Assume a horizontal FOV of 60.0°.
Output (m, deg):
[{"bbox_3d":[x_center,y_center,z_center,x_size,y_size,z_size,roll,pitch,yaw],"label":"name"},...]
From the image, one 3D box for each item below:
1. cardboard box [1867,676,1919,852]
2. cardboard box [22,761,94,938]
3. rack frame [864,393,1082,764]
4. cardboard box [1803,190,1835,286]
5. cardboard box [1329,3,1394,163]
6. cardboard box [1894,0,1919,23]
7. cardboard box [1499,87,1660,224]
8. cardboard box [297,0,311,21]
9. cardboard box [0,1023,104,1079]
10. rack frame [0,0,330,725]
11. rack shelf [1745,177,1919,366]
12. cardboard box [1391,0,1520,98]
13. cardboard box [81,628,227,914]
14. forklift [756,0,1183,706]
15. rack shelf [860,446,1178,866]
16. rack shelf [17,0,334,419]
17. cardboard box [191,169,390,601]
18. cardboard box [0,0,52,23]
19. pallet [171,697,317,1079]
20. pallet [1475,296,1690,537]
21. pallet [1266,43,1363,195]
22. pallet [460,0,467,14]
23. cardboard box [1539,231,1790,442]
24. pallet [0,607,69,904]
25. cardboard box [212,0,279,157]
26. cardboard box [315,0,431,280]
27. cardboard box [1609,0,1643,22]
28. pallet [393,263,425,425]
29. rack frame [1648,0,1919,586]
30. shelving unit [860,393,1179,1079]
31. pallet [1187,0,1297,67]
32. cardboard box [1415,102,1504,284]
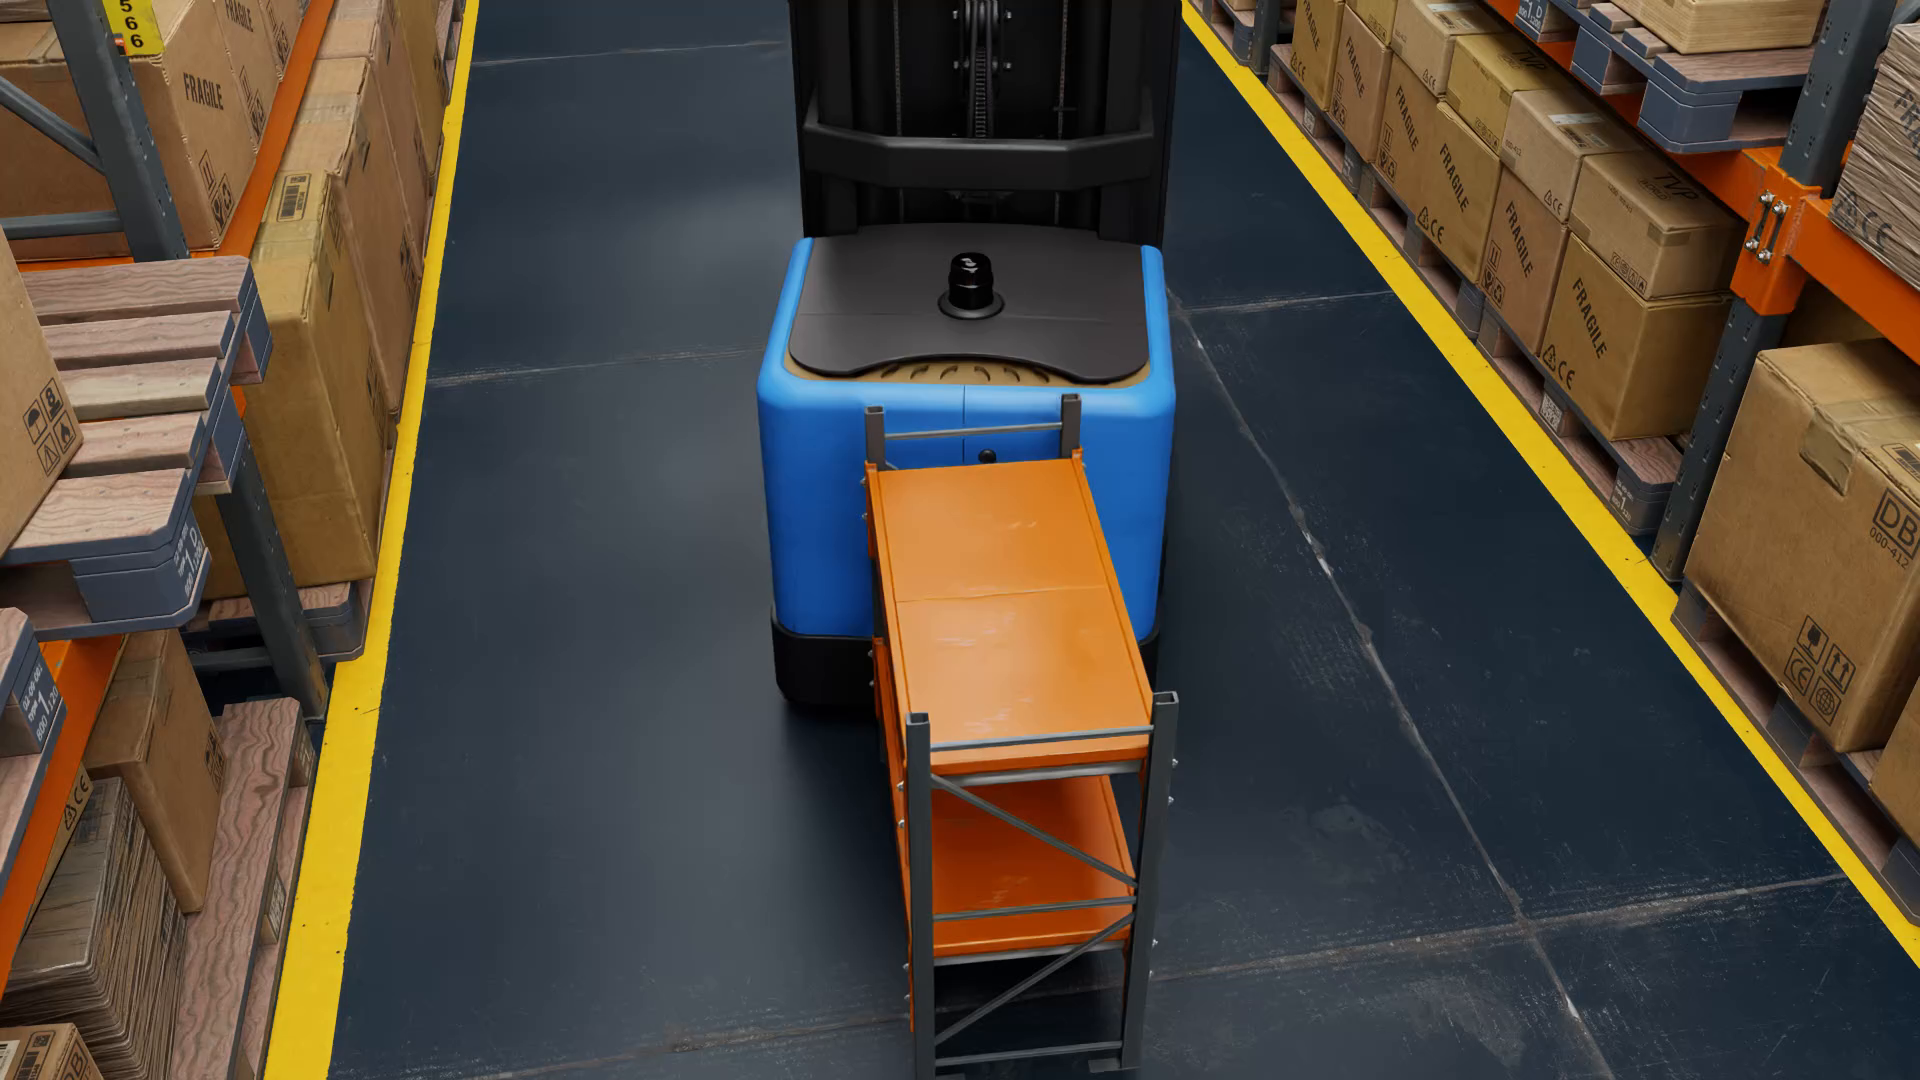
[{"bbox_3d":[2.815,0.491,3.664,1.050,0.750,0.750,-6,38,-7],"label":"cardboard box"},{"bbox_3d":[-2.011,0.574,3.134,0.500,0.250,0.500,-2,38,-3],"label":"cardboard box"},{"bbox_3d":[0.031,0.130,4.166,0.500,1.125,0.032,-4,38,-5],"label":"rack frame"},{"bbox_3d":[2.758,-1.054,5.245,0.500,0.250,0.500,-8,39,-10],"label":"cardboard box"},{"bbox_3d":[1.902,-1.937,6.993,0.500,0.500,0.500,-5,38,-6],"label":"cardboard box"},{"bbox_3d":[2.760,-1.495,4.592,0.380,0.149,0.250,-7,38,-9],"label":"cardboard box"},{"bbox_3d":[2.163,-1.300,5.562,0.500,0.250,0.500,-6,38,-7],"label":"cardboard box"},{"bbox_3d":[-2.350,-1.949,5.232,0.500,0.500,0.500,-6,38,-8],"label":"cardboard box"},{"bbox_3d":[-1.907,1.227,2.904,0.700,0.500,0.500,-3,38,-4],"label":"cardboard box"},{"bbox_3d":[-2.261,-0.664,3.660,1.000,3.000,0.127,-6,38,-8],"label":"rack frame"},{"bbox_3d":[2.991,0.356,2.933,1.077,0.370,4.000,-6,38,-8],"label":"rack shelf"},{"bbox_3d":[1.989,-1.923,6.364,0.500,0.250,0.500,-5,38,-6],"label":"cardboard box"},{"bbox_3d":[-2.123,0.552,3.773,0.700,0.500,0.500,-8,39,-10],"label":"cardboard box"},{"bbox_3d":[0.082,-1.567,4.878,1.130,2.935,3.031,2,38,2],"label":"forklift"},{"bbox_3d":[0.091,0.208,3.588,0.538,0.278,1.000,-4,38,-5],"label":"rack shelf"},{"bbox_3d":[-2.611,-1.588,5.435,1.077,0.370,4.000,-6,38,-8],"label":"rack shelf"},{"bbox_3d":[-2.361,-0.410,4.722,1.225,0.875,0.875,-8,39,-10],"label":"cardboard box"},{"bbox_3d":[-2.373,-1.543,3.892,0.797,0.503,0.637,-5,38,-6],"label":"cardboard box"},{"bbox_3d":[-2.125,0.909,3.907,1.003,0.211,1.213,-6,38,-8],"label":"pallet"},{"bbox_3d":[2.505,-0.507,5.731,1.003,0.211,1.213,-6,38,-8],"label":"pallet"},{"bbox_3d":[2.077,-1.981,7.628,1.003,0.211,1.213,-6,38,-8],"label":"pallet"},{"bbox_3d":[-3.235,-3.185,9.177,1.003,0.211,1.213,-6,38,-8],"label":"pallet"},{"bbox_3d":[2.267,-0.684,5.381,0.500,0.500,0.500,-6,38,-8],"label":"cardboard box"},{"bbox_3d":[-1.873,0.603,2.185,1.003,0.211,1.213,-6,38,-8],"label":"pallet"},{"bbox_3d":[-2.171,-1.337,4.445,0.500,0.500,0.500,-7,38,-9],"label":"cardboard box"},{"bbox_3d":[-2.673,-1.483,6.103,1.225,0.875,0.875,-7,38,-10],"label":"cardboard box"},{"bbox_3d":[2.059,-1.602,4.729,0.380,0.149,0.250,-6,38,-8],"label":"cardboard box"},{"bbox_3d":[-2.535,-0.782,6.085,1.003,0.211,1.213,-6,38,-8],"label":"pallet"},{"bbox_3d":[2.640,-1.136,4.268,1.000,3.000,0.127,-6,38,-8],"label":"rack frame"},{"bbox_3d":[0.091,0.440,3.767,0.538,1.125,1.048,-4,38,-5],"label":"shelving unit"},{"bbox_3d":[1.786,-2.853,8.750,1.003,0.211,1.213,-6,38,-8],"label":"pallet"},{"bbox_3d":[2.071,-1.316,6.194,0.500,0.500,0.500,-8,39,-10],"label":"cardboard box"}]
